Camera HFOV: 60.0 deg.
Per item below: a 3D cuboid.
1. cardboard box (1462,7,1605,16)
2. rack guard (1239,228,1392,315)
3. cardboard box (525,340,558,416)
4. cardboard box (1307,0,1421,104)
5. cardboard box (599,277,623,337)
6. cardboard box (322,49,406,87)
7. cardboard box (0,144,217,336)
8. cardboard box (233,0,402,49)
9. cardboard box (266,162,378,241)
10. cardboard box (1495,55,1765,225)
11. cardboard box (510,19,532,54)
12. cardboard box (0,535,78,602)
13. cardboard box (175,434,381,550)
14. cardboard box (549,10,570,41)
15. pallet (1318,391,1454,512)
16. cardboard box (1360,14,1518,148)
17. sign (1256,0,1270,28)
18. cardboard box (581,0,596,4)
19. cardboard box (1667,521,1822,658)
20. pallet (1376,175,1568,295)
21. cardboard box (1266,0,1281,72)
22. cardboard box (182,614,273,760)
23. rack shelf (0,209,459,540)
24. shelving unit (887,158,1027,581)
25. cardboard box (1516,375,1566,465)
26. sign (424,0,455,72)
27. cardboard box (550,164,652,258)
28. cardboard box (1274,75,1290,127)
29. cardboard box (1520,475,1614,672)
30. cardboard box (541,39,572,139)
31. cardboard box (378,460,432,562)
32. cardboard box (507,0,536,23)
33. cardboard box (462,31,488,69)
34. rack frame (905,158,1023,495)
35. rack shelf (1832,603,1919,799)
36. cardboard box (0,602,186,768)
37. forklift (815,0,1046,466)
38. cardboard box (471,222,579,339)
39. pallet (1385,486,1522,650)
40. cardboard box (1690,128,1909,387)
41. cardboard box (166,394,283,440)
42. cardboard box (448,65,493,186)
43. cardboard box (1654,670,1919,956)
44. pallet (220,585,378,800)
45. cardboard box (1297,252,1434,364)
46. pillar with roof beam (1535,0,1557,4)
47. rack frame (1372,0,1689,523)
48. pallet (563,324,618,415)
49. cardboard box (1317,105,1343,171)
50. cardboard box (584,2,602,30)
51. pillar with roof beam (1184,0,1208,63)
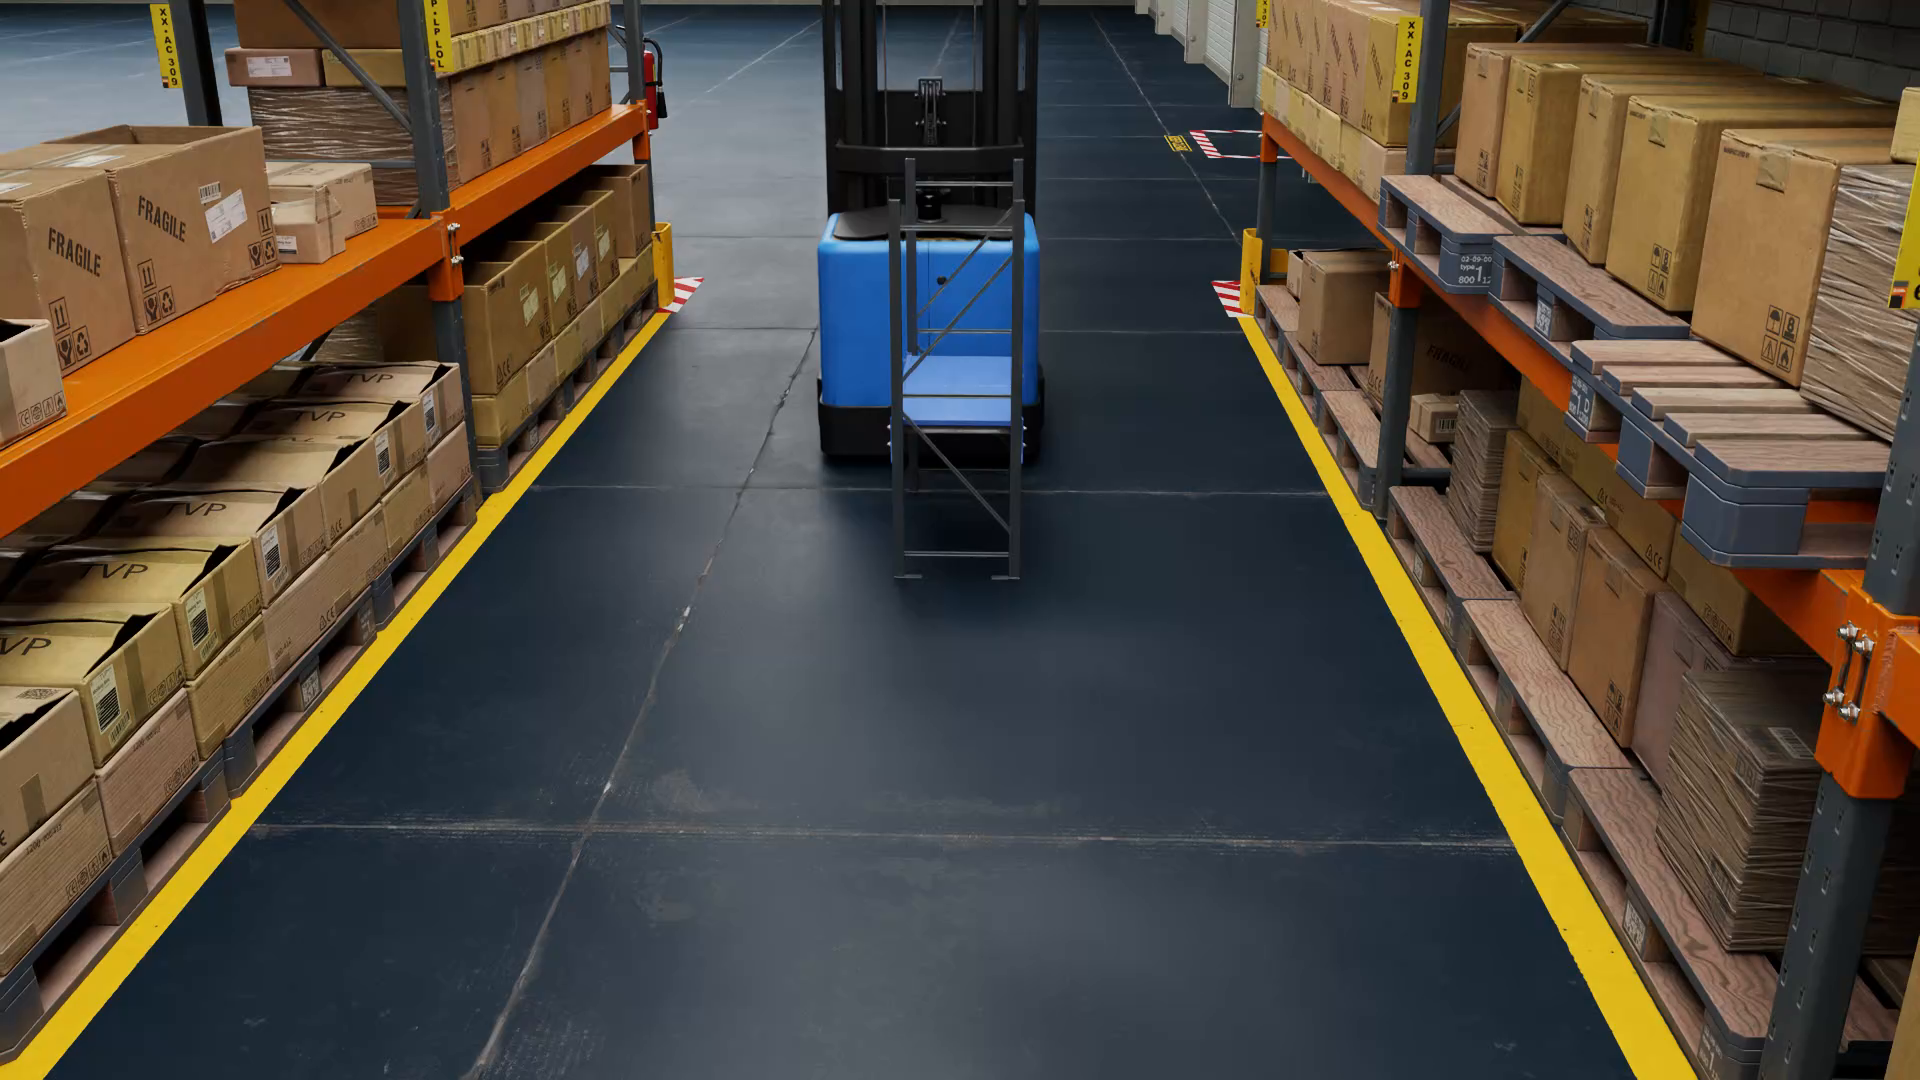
[{"bbox_3d":[2.558,-2.135,7.528,0.500,0.500,0.500,1,21,1],"label":"cardboard box"},{"bbox_3d":[2.435,-1.745,10.835,1.175,0.500,0.348,1,21,2],"label":"rack guard"},{"bbox_3d":[-2.298,-0.804,8.174,0.500,0.250,0.500,1,21,2],"label":"cardboard box"},{"bbox_3d":[2.072,-2.505,8.482,0.500,0.500,0.500,1,21,3],"label":"cardboard box"},{"bbox_3d":[-2.252,-1.346,9.572,0.500,0.250,0.500,1,21,2],"label":"cardboard box"},{"bbox_3d":[-2.434,-1.989,6.973,0.380,0.149,0.250,1,21,2],"label":"cardboard box"},{"bbox_3d":[-2.707,-0.942,5.172,0.500,0.500,0.500,1,21,2],"label":"cardboard box"},{"bbox_3d":[-2.628,-2.357,7.024,0.700,0.500,0.500,1,21,2],"label":"cardboard box"},{"bbox_3d":[-2.607,-1.296,6.430,0.500,0.250,0.500,2,21,5],"label":"cardboard box"},{"bbox_3d":[2.242,-1.358,5.635,0.700,0.500,0.500,3,21,7],"label":"cardboard box"},{"bbox_3d":[-2.390,-2.549,8.416,0.380,0.149,0.250,0,21,1],"label":"cardboard box"},{"bbox_3d":[-2.960,0.164,4.906,0.500,0.311,0.500,0,21,1],"label":"cardboard box"},{"bbox_3d":[-2.388,-0.202,5.848,0.500,0.311,0.500,1,21,1],"label":"cardboard box"},{"bbox_3d":[-2.367,-2.827,9.133,0.380,0.149,0.250,1,21,3],"label":"cardboard box"},{"bbox_3d":[2.301,-0.435,7.858,1.003,0.211,1.213,1,21,2],"label":"pallet"},{"bbox_3d":[2.021,-1.955,7.064,0.500,0.500,0.500,1,21,1],"label":"cardboard box"},{"bbox_3d":[1.895,-3.347,10.312,0.100,0.325,0.005,1,21,2],"label":"sign"},{"bbox_3d":[-2.543,-3.455,9.854,0.700,0.500,0.500,1,21,2],"label":"cardboard box"},{"bbox_3d":[2.244,0.099,4.438,0.500,0.250,0.500,1,21,3],"label":"cardboard box"},{"bbox_3d":[2.147,-1.127,6.053,1.003,0.211,1.213,1,21,2],"label":"pallet"},{"bbox_3d":[2.123,-3.058,9.905,0.500,0.500,0.500,1,21,2],"label":"cardboard box"},{"bbox_3d":[-2.424,0.432,4.990,0.500,0.250,0.500,0,21,0],"label":"cardboard box"},{"bbox_3d":[-2.696,-0.486,5.130,1.077,0.370,4.000,1,21,2],"label":"rack shelf"},{"bbox_3d":[0.003,-0.730,6.837,0.538,1.500,1.048,1,21,2],"label":"shelving unit"},{"bbox_3d":[2.300,-0.455,5.866,0.500,0.250,0.500,0,21,0],"label":"cardboard box"},{"bbox_3d":[-2.093,-2.045,6.662,0.100,0.325,0.005,1,21,2],"label":"sign"},{"bbox_3d":[-2.233,-2.057,10.368,0.500,0.500,0.500,1,21,2],"label":"cardboard box"},{"bbox_3d":[2.104,-2.516,9.547,0.500,0.250,0.500,0,21,0],"label":"cardboard box"},{"bbox_3d":[2.289,0.106,5.455,0.700,0.500,0.500,1,21,2],"label":"cardboard box"},{"bbox_3d":[-2.573,-2.500,9.186,0.700,0.500,0.500,1,21,2],"label":"cardboard box"},{"bbox_3d":[-2.376,-0.123,6.419,0.500,0.250,0.500,0,21,1],"label":"cardboard box"},{"bbox_3d":[-2.583,-2.901,8.427,0.700,0.500,0.500,1,21,2],"label":"cardboard box"},{"bbox_3d":[-2.414,-2.268,7.692,0.380,0.149,0.250,0,21,1],"label":"cardboard box"},{"bbox_3d":[0.018,-0.914,7.311,0.500,1.500,0.032,1,21,2],"label":"rack frame"},{"bbox_3d":[2.133,1.013,1.265,1.077,0.370,4.000,1,21,2],"label":"rack shelf"},{"bbox_3d":[-2.440,0.350,4.425,0.500,0.311,0.500,0,21,0],"label":"cardboard box"},{"bbox_3d":[-0.149,-2.193,8.629,1.130,2.935,3.031,0,21,0],"label":"forklift"},{"bbox_3d":[-2.278,-1.334,8.504,0.500,0.500,0.500,1,21,2],"label":"cardboard box"},{"bbox_3d":[2.294,0.090,6.505,1.003,0.211,1.213,1,21,2],"label":"pallet"},{"bbox_3d":[2.188,-0.669,3.861,0.700,0.500,0.500,-1,21,-3],"label":"cardboard box"},{"bbox_3d":[-2.918,-0.392,6.339,0.500,0.311,0.500,0,21,1],"label":"cardboard box"},{"bbox_3d":[-2.619,-1.943,7.751,0.700,0.500,0.500,0,21,1],"label":"cardboard box"},{"bbox_3d":[2.164,0.654,4.044,0.700,0.500,0.500,1,21,2],"label":"cardboard box"},{"bbox_3d":[-2.653,0.464,5.540,1.003,0.211,1.213,1,21,2],"label":"pallet"},{"bbox_3d":[2.237,-1.258,8.971,0.700,0.500,0.500,-1,21,-2],"label":"cardboard box"},{"bbox_3d":[-1.022,-5.519,8.814,9.100,9.000,0.400,1,21,2],"label":"pillar with roof beam"},{"bbox_3d":[2.316,-1.492,6.726,1.000,3.000,0.127,1,21,2],"label":"rack frame"},{"bbox_3d":[-2.535,-0.974,9.247,1.003,0.211,1.213,1,21,2],"label":"pallet"},{"bbox_3d":[2.051,-1.968,8.133,0.500,0.250,0.500,1,21,1],"label":"cardboard box"},{"bbox_3d":[-2.342,-3.105,9.850,0.380,0.149,0.250,1,21,3],"label":"cardboard box"},{"bbox_3d":[-0.475,-12.028,25.587,9.100,9.000,0.400,1,21,2],"label":"pillar with roof beam"}]
